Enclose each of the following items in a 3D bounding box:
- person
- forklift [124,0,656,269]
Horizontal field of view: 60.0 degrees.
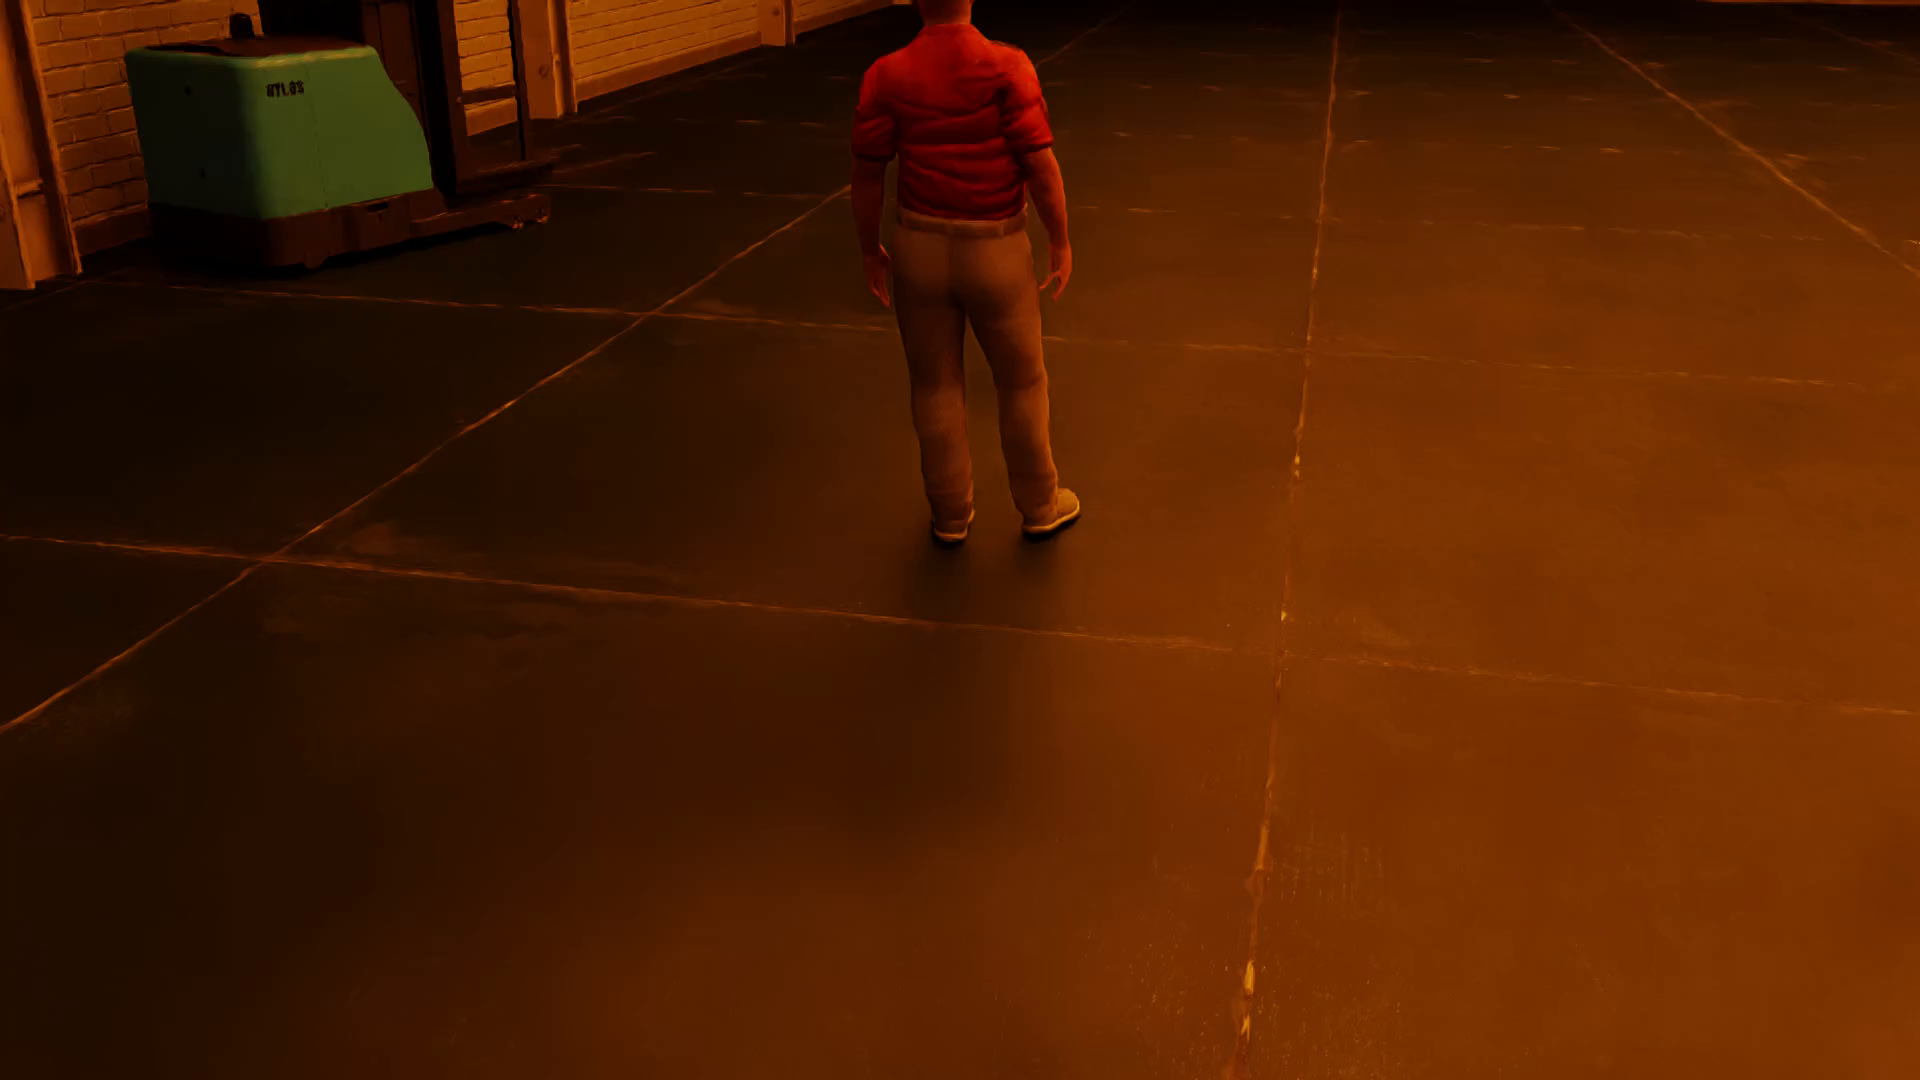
[{"bbox_3d":[0.031,-0.839,4.898,0.640,1.727,0.550,5,23,11],"label":"person"},{"bbox_3d":[-3.042,-3.226,9.179,1.130,2.935,3.031,13,26,30],"label":"forklift"}]
